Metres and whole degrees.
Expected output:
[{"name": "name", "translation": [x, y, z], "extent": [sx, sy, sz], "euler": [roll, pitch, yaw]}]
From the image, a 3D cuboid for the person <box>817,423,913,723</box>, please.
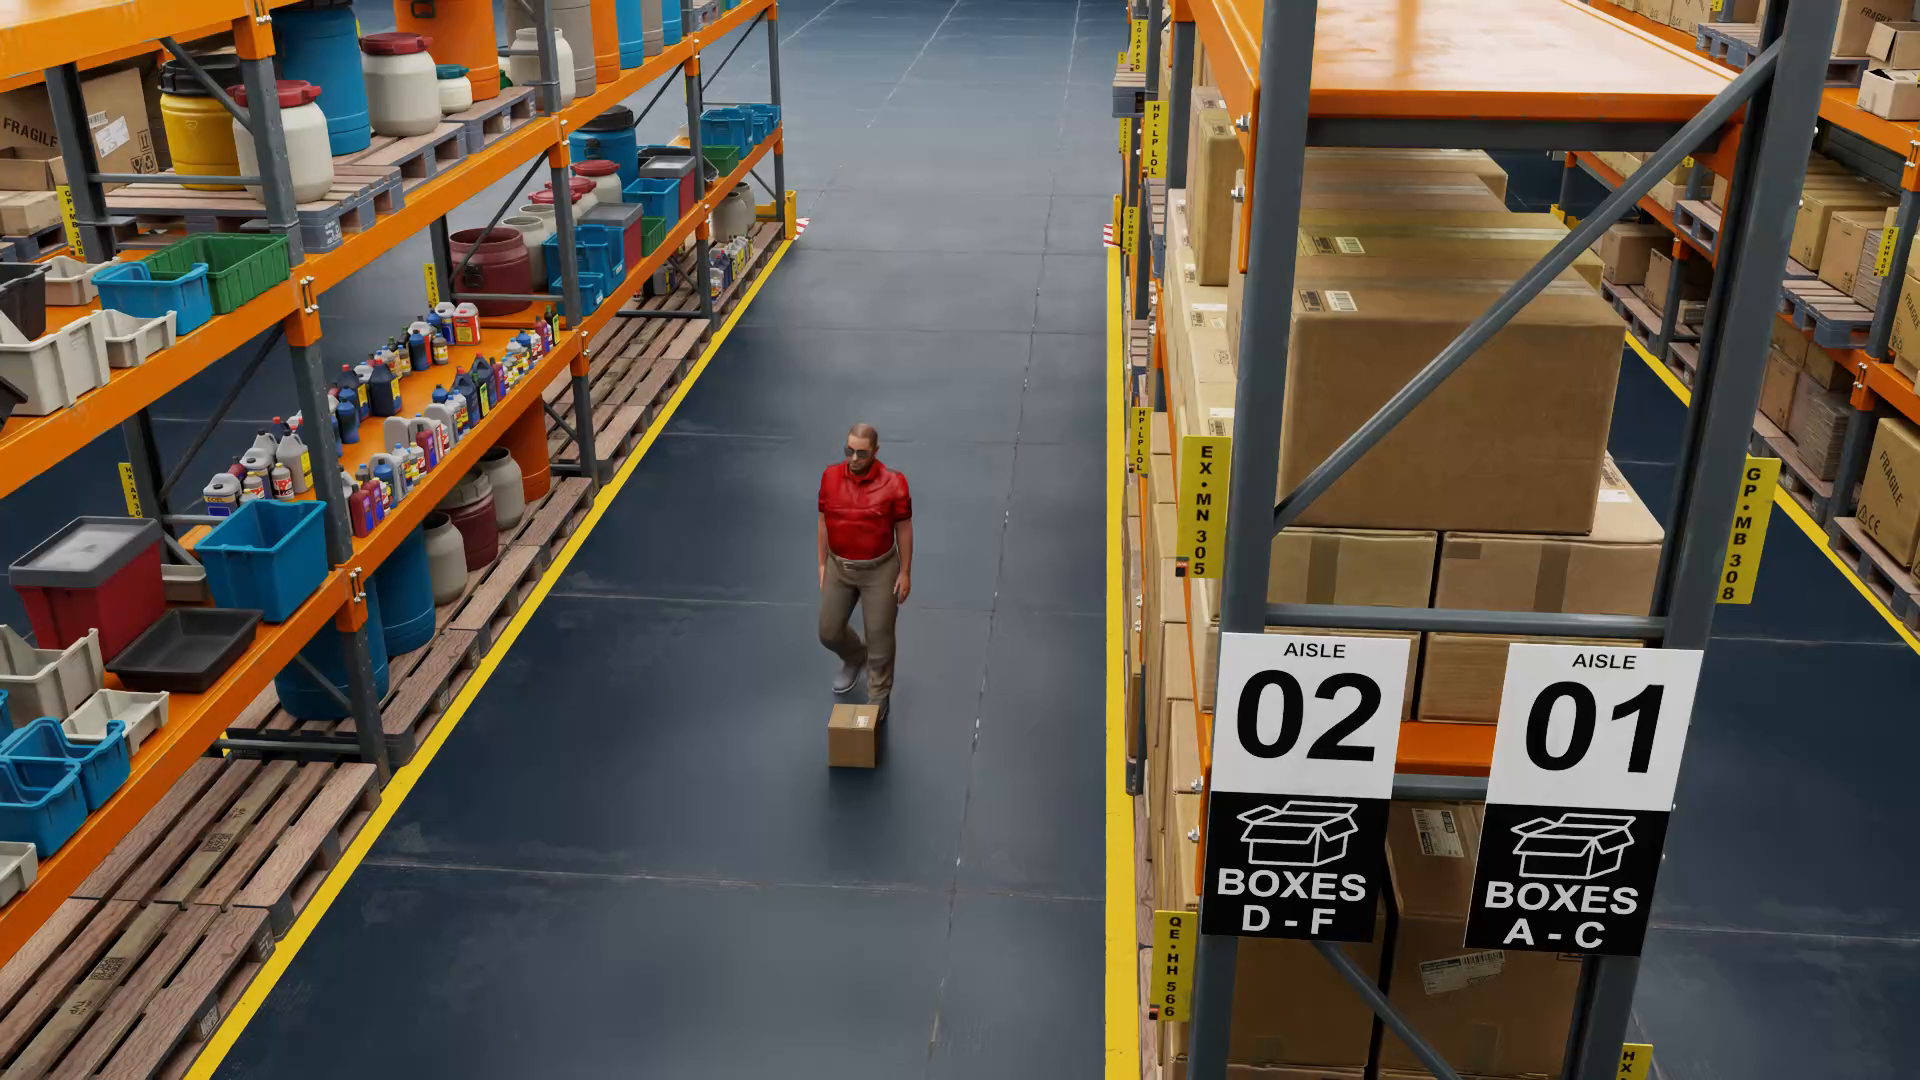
[{"name": "person", "translation": [-0.529, 0.156, 9.239], "extent": [0.551, 1.720, 0.577], "euler": [7, 25, 14]}]
